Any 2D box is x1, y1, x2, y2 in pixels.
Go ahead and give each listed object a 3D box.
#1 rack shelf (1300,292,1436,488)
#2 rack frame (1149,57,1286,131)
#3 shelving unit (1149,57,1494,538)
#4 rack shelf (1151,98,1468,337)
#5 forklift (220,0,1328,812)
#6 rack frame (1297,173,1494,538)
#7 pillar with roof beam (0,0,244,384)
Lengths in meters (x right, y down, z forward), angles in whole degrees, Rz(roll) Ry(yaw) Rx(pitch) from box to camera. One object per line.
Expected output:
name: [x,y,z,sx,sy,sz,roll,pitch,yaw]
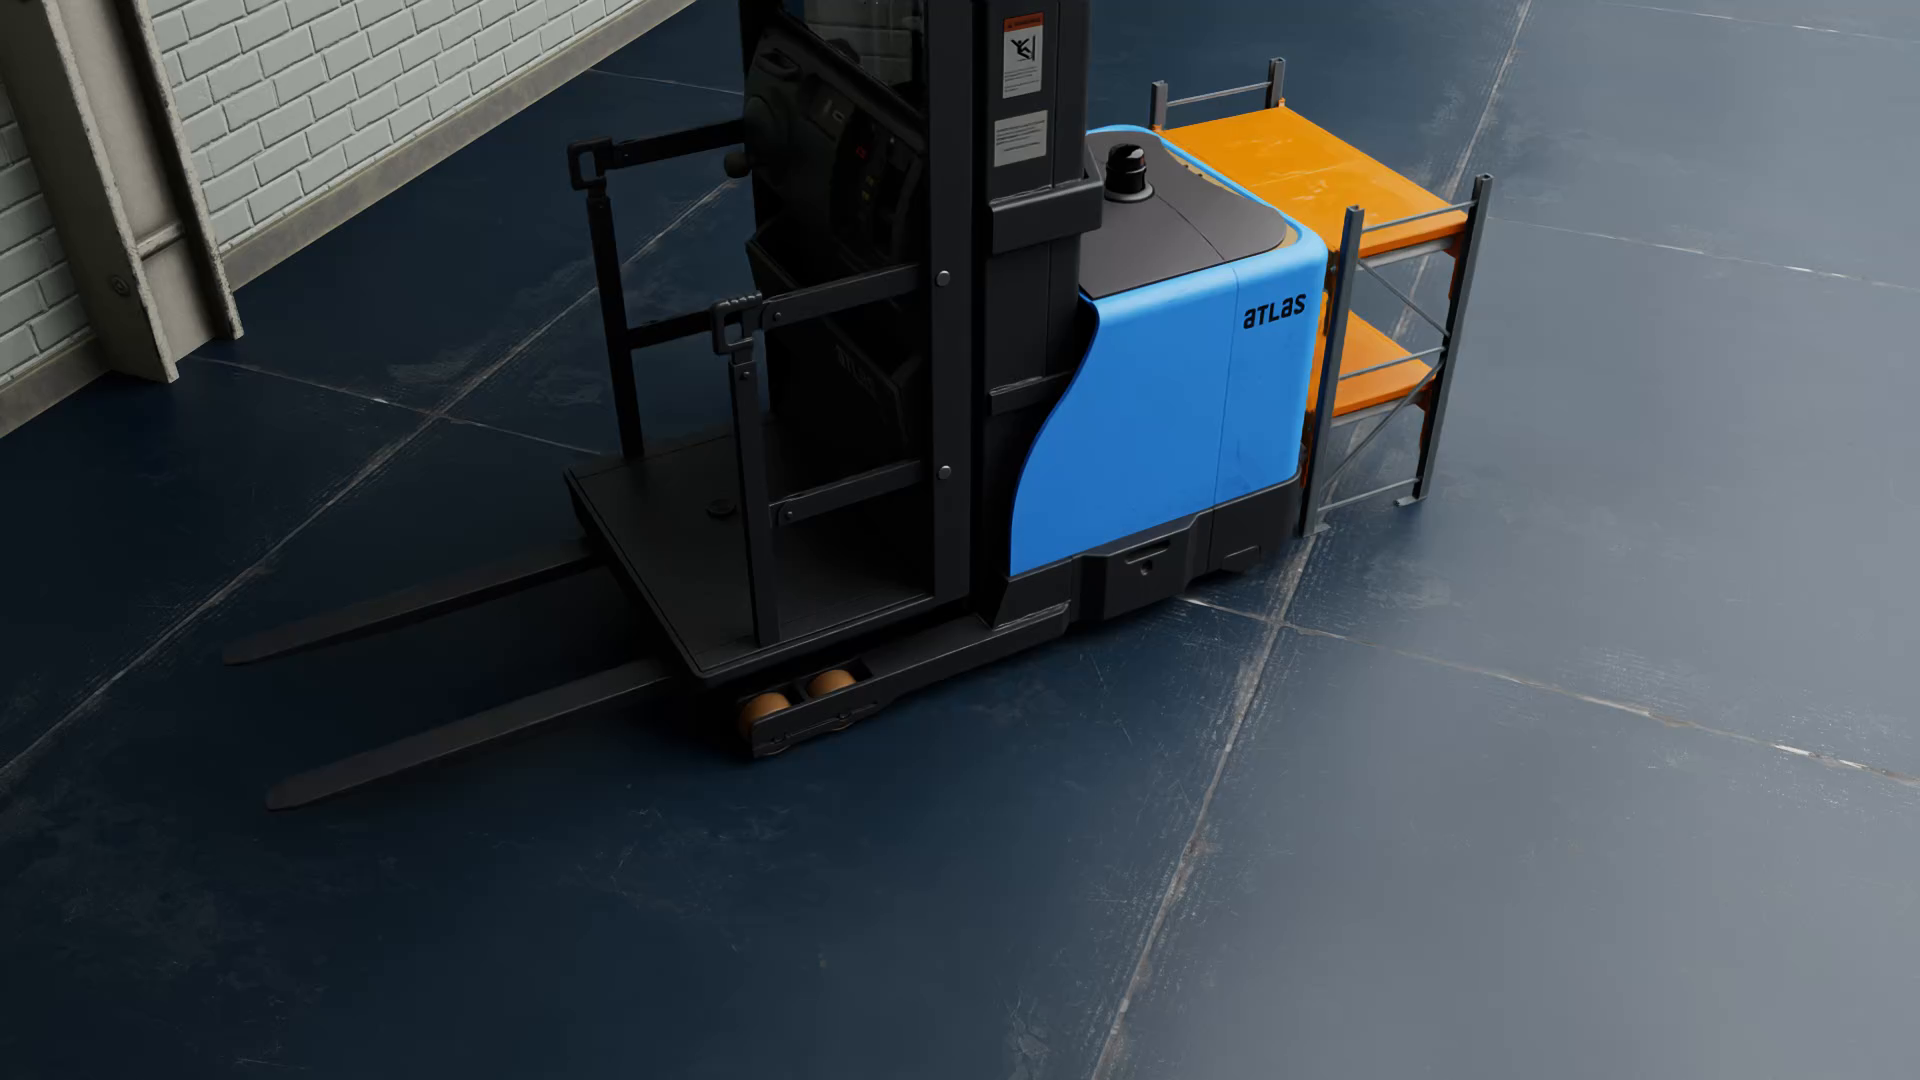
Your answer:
rack shelf: [1.073,-0.607,5.530,0.538,0.278,1.000,-17,40,-21]
rack frame: [0.846,-1.075,5.748,0.500,1.125,0.032,-17,40,-21]
shelving unit: [1.073,-0.802,5.384,0.538,1.125,1.048,-17,40,-21]
rack shelf: [1.073,-1.037,5.209,0.538,0.278,1.000,-17,40,-21]
forklift: [-0.507,-0.958,4.084,3.031,2.935,1.130,-18,41,-23]
rack frame: [1.300,-0.530,5.020,0.500,1.125,0.032,-17,40,-21]
pillar with roof beam: [1.057,-3.333,2.192,9.100,9.000,0.400,14,39,18]
